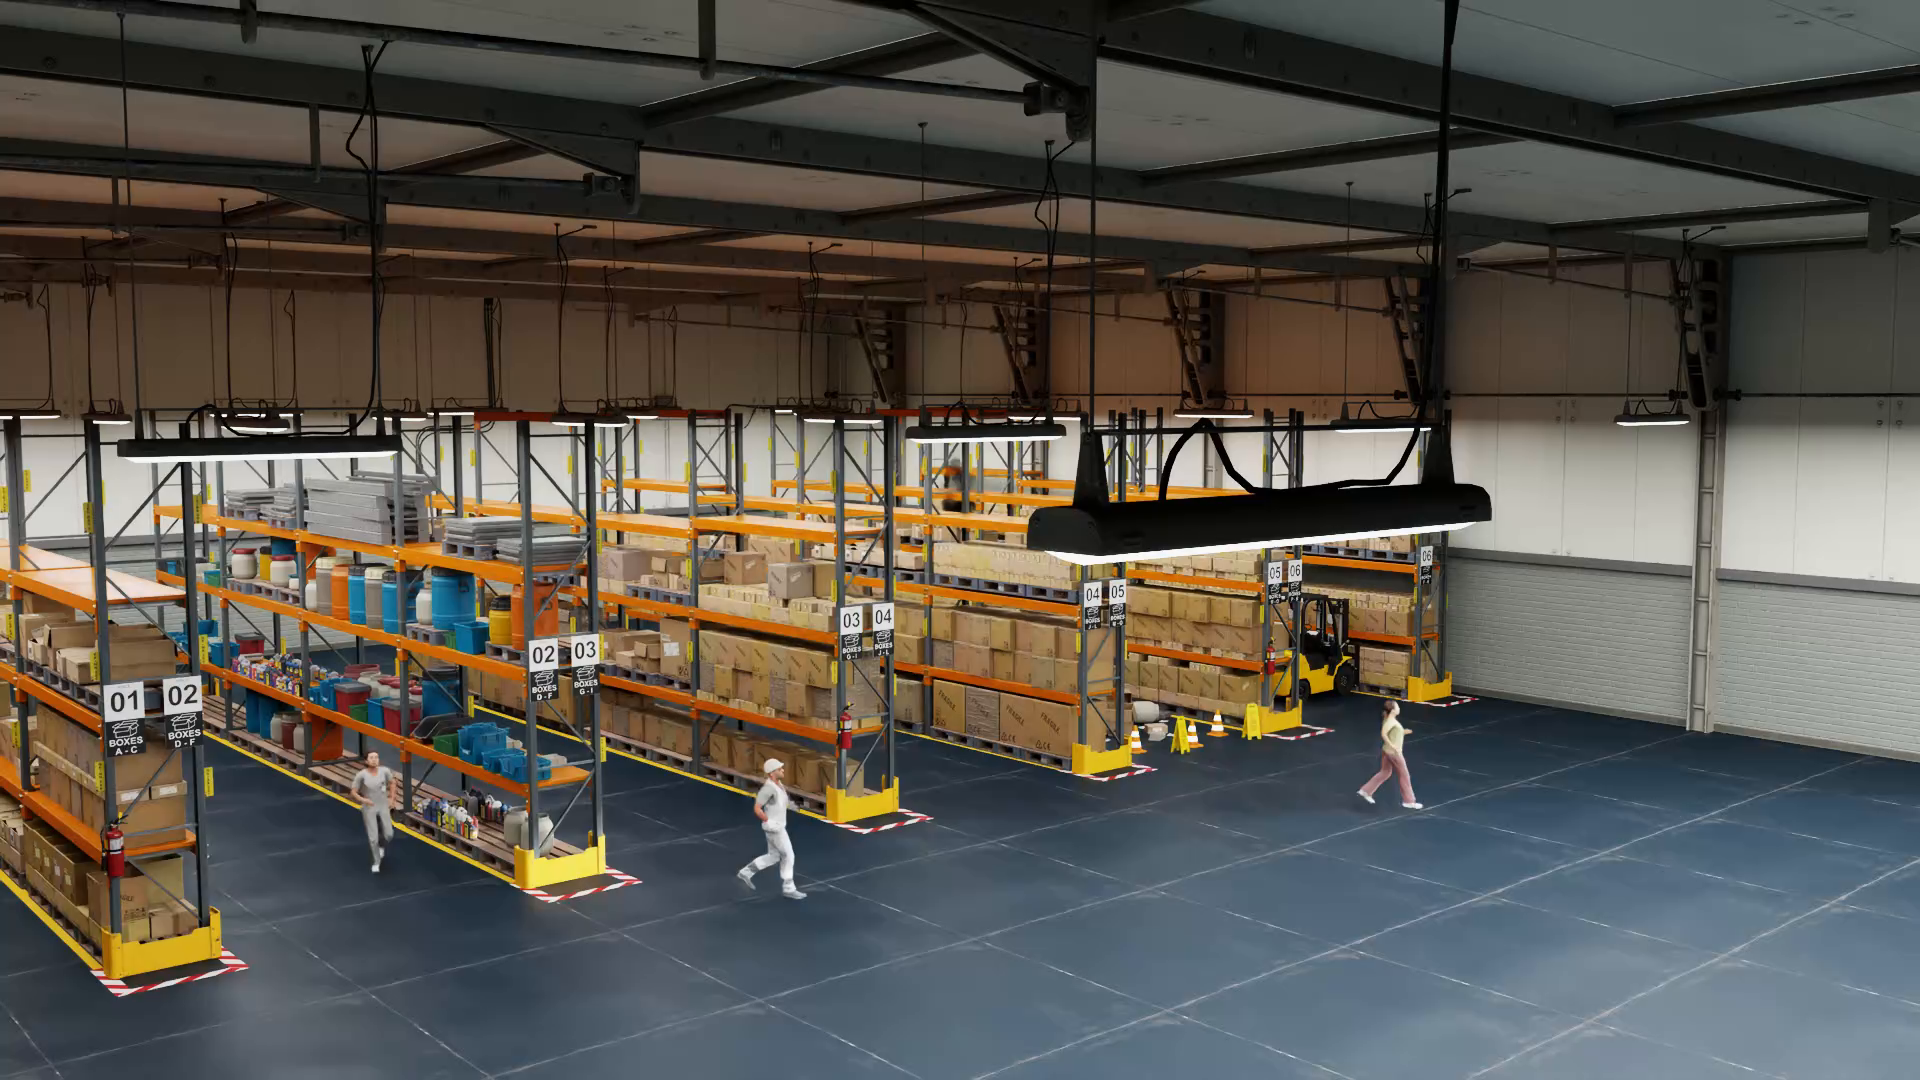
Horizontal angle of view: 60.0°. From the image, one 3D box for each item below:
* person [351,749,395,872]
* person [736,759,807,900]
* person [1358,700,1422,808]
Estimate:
[{"bbox_3d":[-7.755,3.583,22.055,0.601,1.636,0.578,-3,6,-33],"label":"person"},{"bbox_3d":[-2.369,3.616,20.855,0.877,1.787,0.643,0,5,-2],"label":"person"},{"bbox_3d":[6.563,3.250,25.298,0.968,1.657,0.572,0,5,-3],"label":"person"}]
